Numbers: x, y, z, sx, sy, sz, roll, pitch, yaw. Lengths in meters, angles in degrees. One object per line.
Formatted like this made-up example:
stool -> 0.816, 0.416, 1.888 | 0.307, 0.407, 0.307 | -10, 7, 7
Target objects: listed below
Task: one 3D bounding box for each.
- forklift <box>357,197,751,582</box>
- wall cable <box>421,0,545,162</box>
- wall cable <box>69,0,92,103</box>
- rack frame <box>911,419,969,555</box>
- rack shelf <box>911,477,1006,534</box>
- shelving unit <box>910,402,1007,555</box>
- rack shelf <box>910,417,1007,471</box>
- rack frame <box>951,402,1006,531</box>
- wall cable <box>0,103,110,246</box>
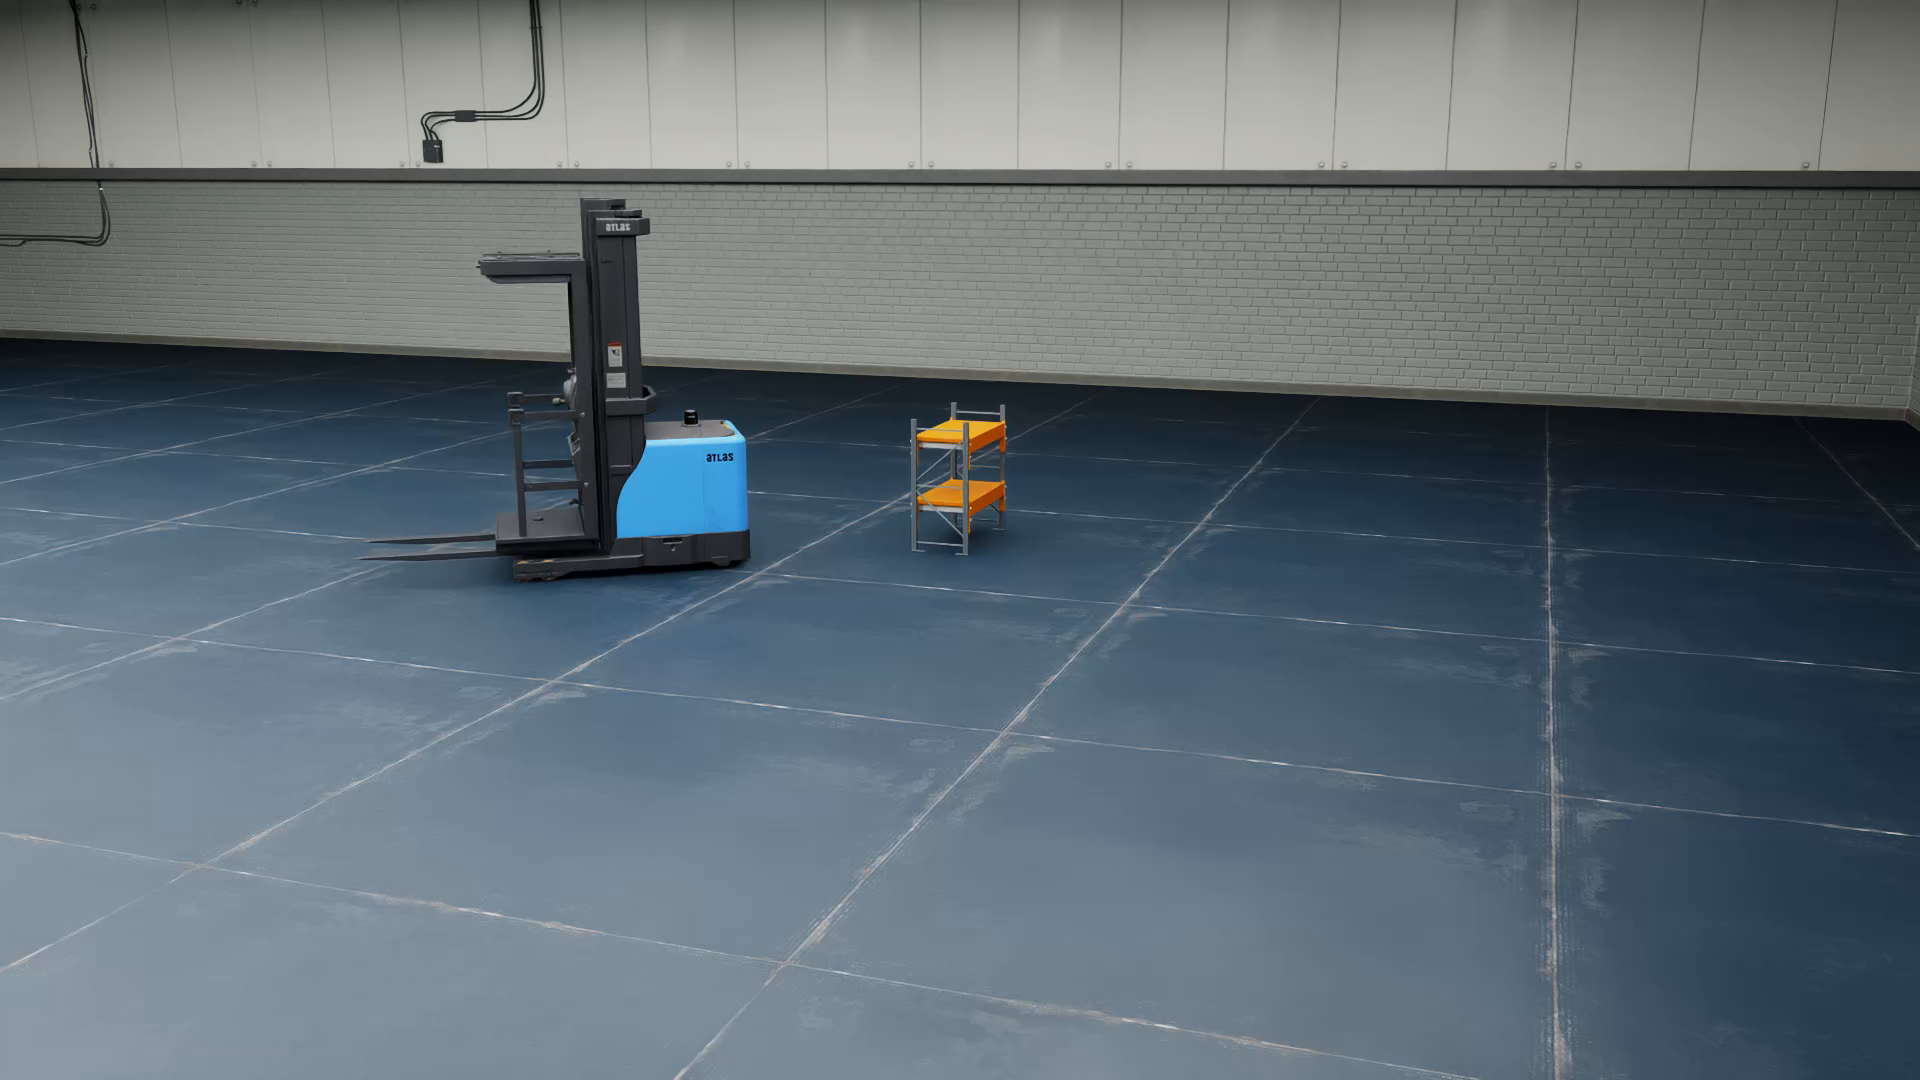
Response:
forklift -> -3.282, -1.227, 13.275 | 3.031, 2.935, 1.130 | -3, 13, -15
wall cable -> -7.693, -9.049, 26.267 | 2.305, 6.003, 0.169 | 4, 14, 18
wall cable -> -14.111, -8.831, 28.585 | 3.097, 2.526, 0.112 | 4, 14, 18
rack frame -> -0.167, -0.440, 13.888 | 0.500, 1.125, 0.032 | 4, 14, 18
rack shelf -> -0.002, -0.309, 14.411 | 0.538, 0.278, 1.000 | 4, 14, 18
shelving unit -> -0.002, -0.547, 14.357 | 0.538, 1.125, 1.048 | 4, 14, 18
rack shelf -> -0.002, -0.832, 14.291 | 0.538, 0.278, 1.000 | 4, 14, 18
rack frame -> 0.162, -0.654, 14.825 | 0.500, 1.125, 0.032 | 4, 14, 18
wall cable -> -16.670, -6.564, 30.000 | 3.097, 2.526, 0.112 | 4, 14, 18
